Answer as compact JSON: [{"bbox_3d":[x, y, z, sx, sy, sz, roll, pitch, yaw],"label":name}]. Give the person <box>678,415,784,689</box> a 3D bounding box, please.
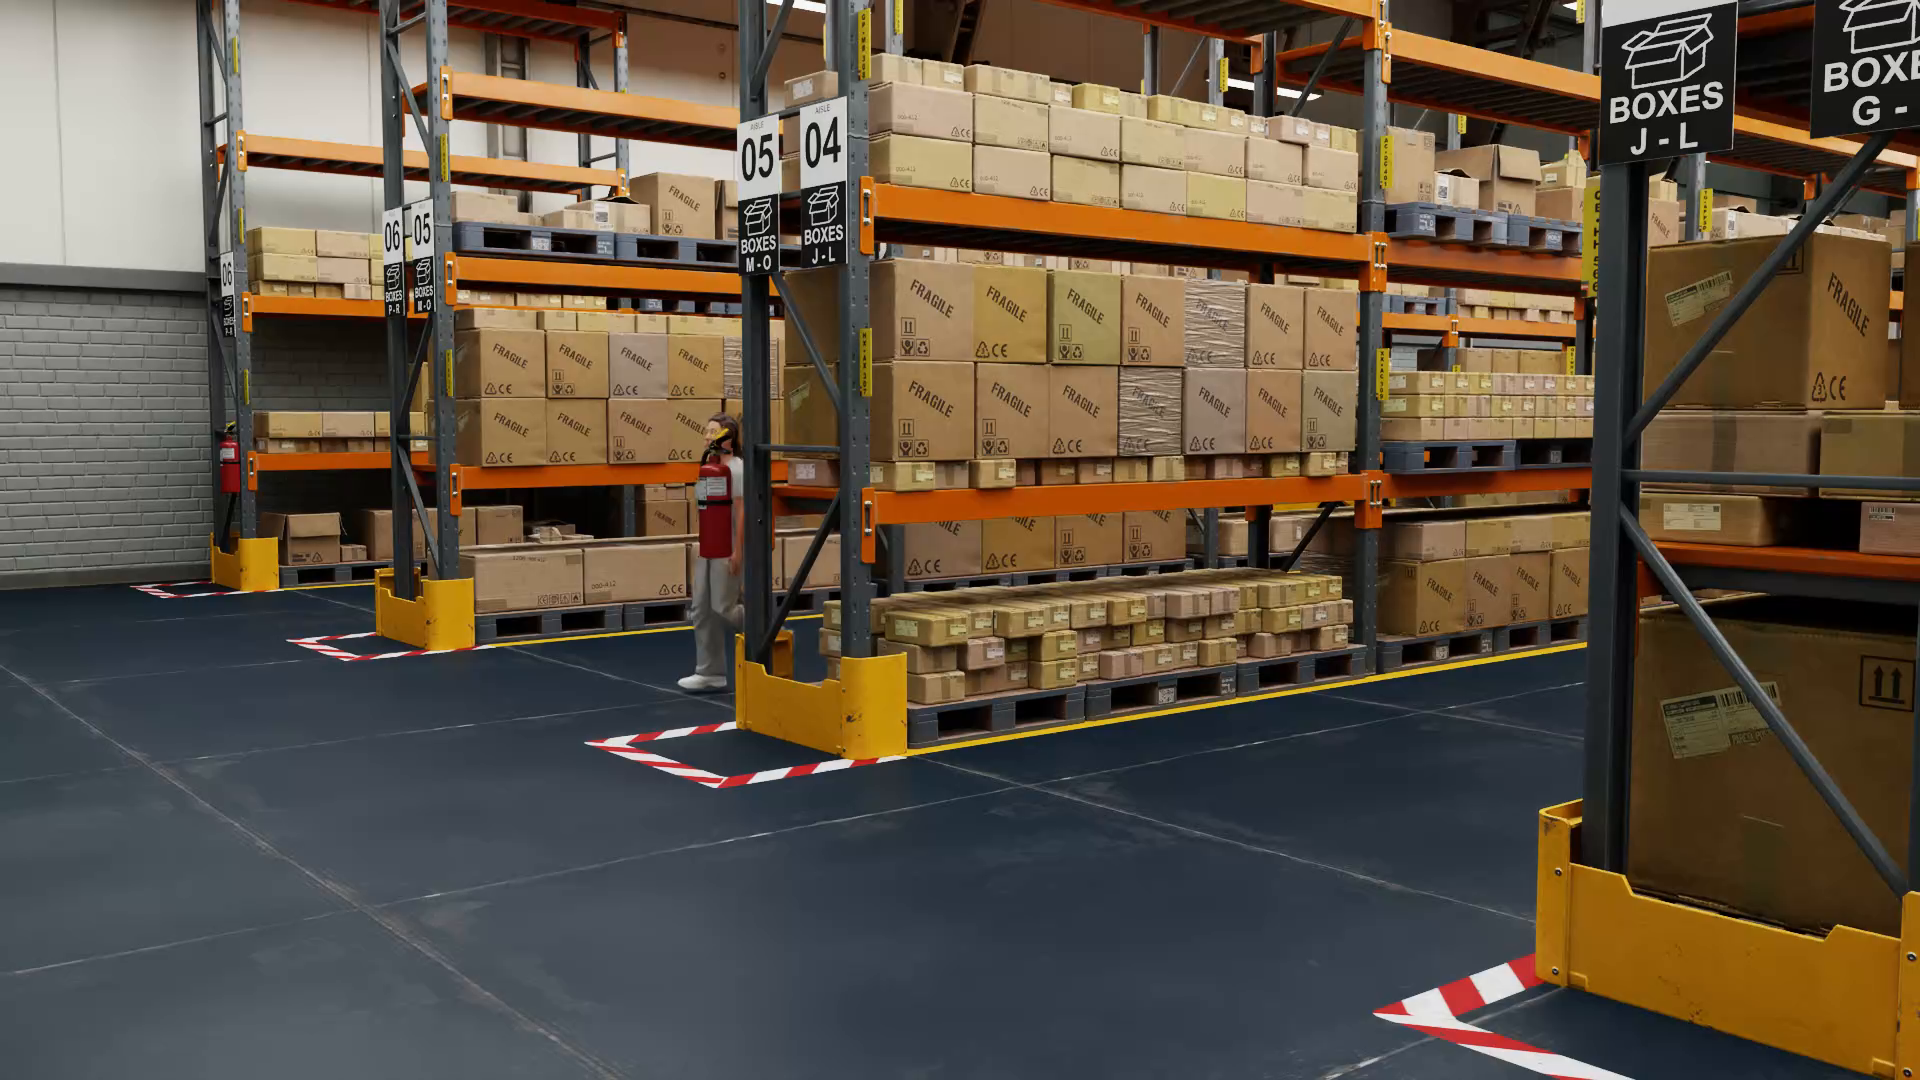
[{"bbox_3d":[-1.383,0.067,10.116,0.678,1.655,0.461,-3,5,-36],"label":"person"}]
